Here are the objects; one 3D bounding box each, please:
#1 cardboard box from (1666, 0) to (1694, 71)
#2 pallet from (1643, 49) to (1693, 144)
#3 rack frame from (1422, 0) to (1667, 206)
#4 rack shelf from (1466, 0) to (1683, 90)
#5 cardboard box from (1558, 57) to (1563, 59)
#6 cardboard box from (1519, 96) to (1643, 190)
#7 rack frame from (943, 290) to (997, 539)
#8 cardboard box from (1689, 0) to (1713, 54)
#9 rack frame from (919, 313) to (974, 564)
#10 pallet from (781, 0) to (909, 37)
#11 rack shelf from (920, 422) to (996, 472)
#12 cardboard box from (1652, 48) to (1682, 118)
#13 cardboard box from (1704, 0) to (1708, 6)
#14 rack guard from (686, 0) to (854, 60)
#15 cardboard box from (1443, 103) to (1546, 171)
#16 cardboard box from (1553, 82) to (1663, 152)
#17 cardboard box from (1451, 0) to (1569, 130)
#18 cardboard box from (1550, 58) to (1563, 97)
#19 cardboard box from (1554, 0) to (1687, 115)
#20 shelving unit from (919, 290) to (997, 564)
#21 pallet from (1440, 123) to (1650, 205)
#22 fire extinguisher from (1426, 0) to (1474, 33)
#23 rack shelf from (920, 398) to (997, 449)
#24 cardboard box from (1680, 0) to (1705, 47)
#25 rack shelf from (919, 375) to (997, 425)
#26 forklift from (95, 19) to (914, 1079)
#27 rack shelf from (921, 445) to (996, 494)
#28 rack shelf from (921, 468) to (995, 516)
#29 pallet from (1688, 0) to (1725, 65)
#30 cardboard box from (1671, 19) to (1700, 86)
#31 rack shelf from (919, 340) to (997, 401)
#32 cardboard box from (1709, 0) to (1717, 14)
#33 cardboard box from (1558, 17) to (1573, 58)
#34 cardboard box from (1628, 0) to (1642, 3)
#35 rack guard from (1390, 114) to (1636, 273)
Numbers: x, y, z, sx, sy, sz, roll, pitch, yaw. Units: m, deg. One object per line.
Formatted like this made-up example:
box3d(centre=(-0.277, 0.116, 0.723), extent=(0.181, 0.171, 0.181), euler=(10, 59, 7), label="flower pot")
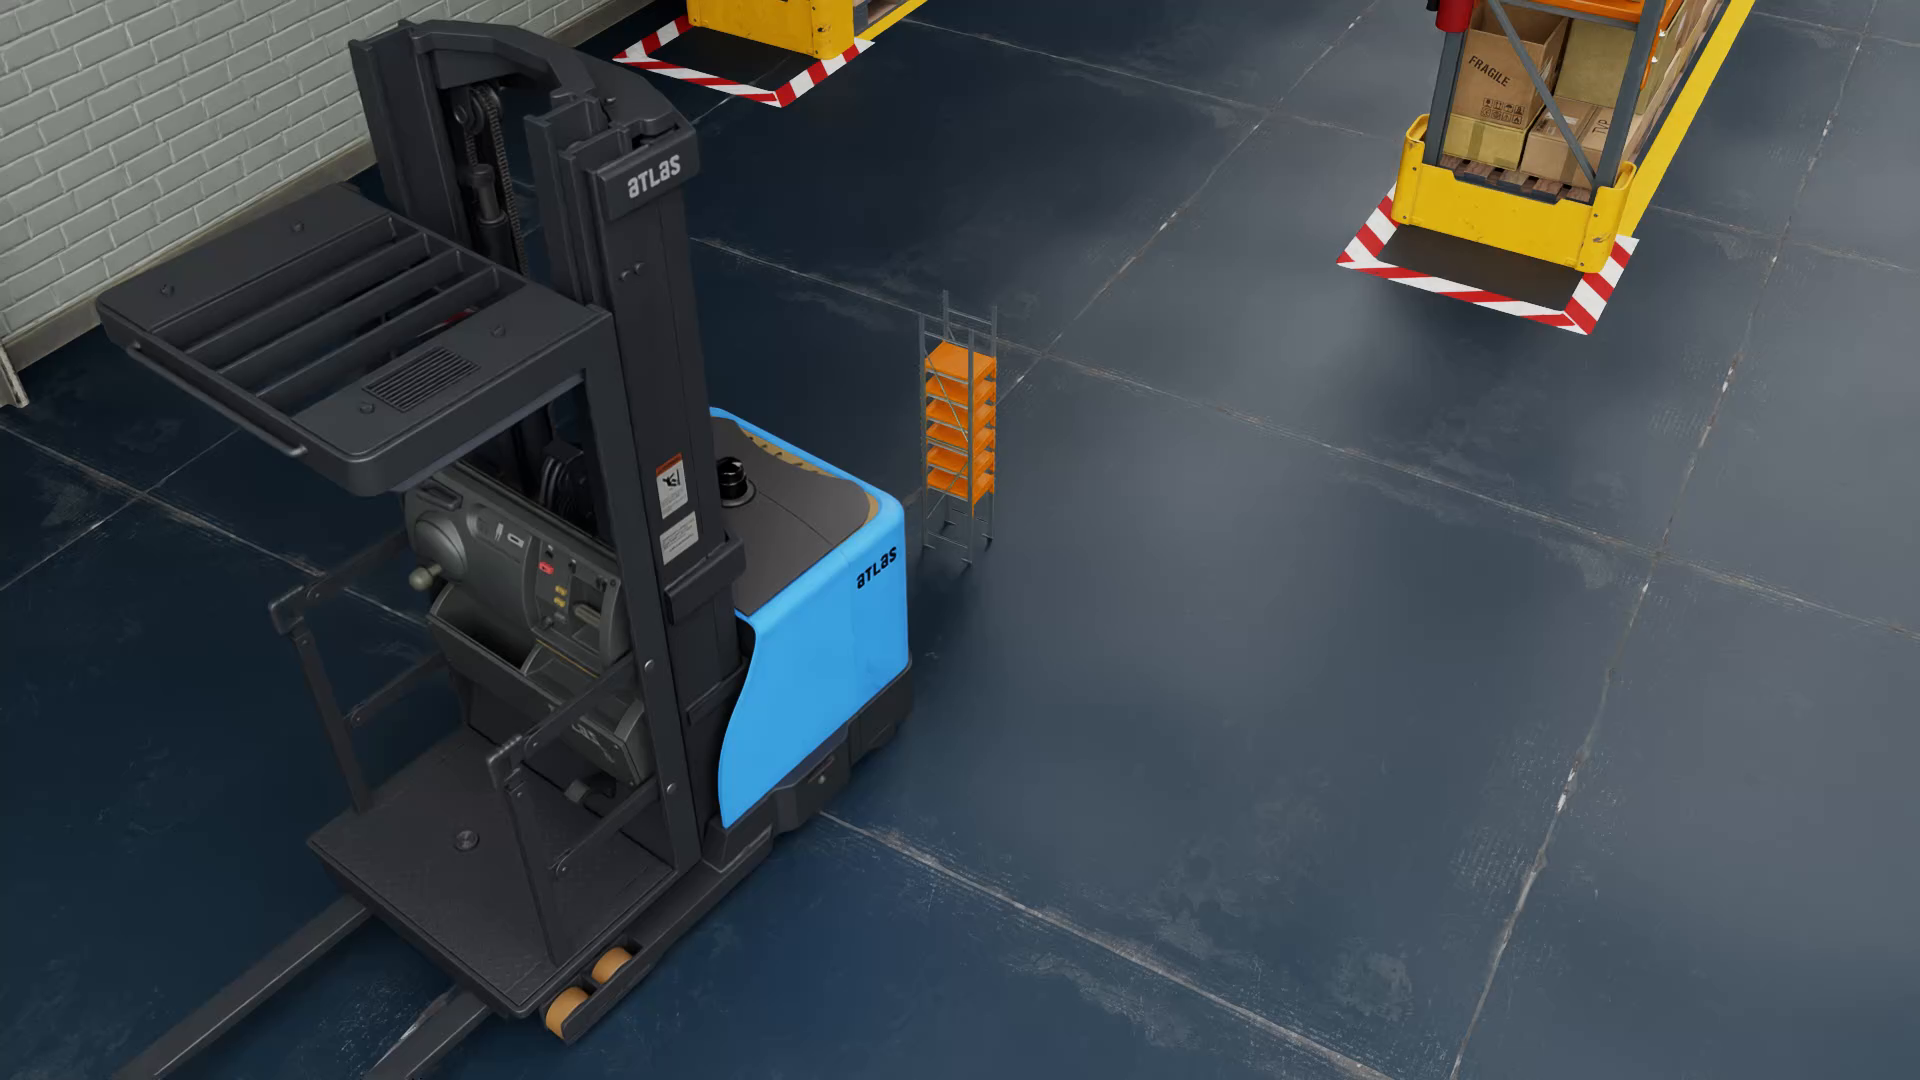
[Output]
box3d(centre=(3.937, -3.054, 9.643), extent=(0.500, 0.500, 0.500), euler=(21, 45, 22), label="cardboard box")
box3d(centre=(3.946, -2.937, 10.425), extent=(1.003, 0.211, 1.213), euler=(21, 45, 22), label="pallet")
box3d(centre=(2.988, -2.836, 8.201), extent=(1.000, 3.000, 0.127), euler=(21, 45, 22), label="rack frame")
box3d(centre=(3.989, -3.711, 9.738), extent=(1.077, 0.370, 4.000), euler=(21, 45, 22), label="rack shelf")
box3d(centre=(3.489, -2.943, 10.085), extent=(0.500, 0.250, 0.500), euler=(21, 45, 22), label="cardboard box")
box3d(centre=(3.449, -2.195, 9.236), extent=(0.500, 0.250, 0.500), euler=(21, 45, 22), label="cardboard box")
box3d(centre=(0.039, -0.494, 6.904), extent=(0.240, 1.200, 0.006), euler=(21, 45, 22), label="rack frame")
box3d(centre=(4.451, -3.339, 10.535), extent=(0.500, 0.250, 0.500), euler=(21, 45, 22), label="cardboard box")
box3d(centre=(-0.053, -0.390, 6.785), extent=(0.240, 1.200, 0.006), euler=(21, 45, 22), label="rack frame")
box3d(centre=(-0.827, -3.923, 11.545), extent=(1.003, 0.211, 1.213), euler=(21, 45, 22), label="pallet")
box3d(centre=(-0.007, -0.409, 6.873), extent=(0.258, 0.103, 0.180), euler=(21, 45, 22), label="rack shelf")
box3d(centre=(3.947, -2.768, 9.887), extent=(0.500, 0.250, 0.500), euler=(21, 45, 22), label="cardboard box")
box3d(centre=(4.440, -3.625, 10.292), extent=(0.500, 0.500, 0.500), euler=(21, 45, 22), label="cardboard box")
box3d(centre=(-1.265, -3.578, 10.934), extent=(1.175, 0.500, 0.348), euler=(21, 45, 22), label="rack guard")
box3d(centre=(3.001, -2.366, 9.430), extent=(0.500, 0.250, 0.500), euler=(21, 45, 22), label="cardboard box")
box3d(centre=(3.696, -2.483, 9.562), extent=(0.500, 0.250, 0.500), euler=(21, 45, 22), label="cardboard box")
box3d(centre=(2.999, -2.649, 9.183), extent=(0.500, 0.500, 0.500), euler=(21, 45, 22), label="cardboard box")
box3d(centre=(3.240, -2.657, 9.760), extent=(0.500, 0.250, 0.500), euler=(21, 45, 22), label="cardboard box")
box3d(centre=(3.698, -2.763, 9.314), extent=(0.500, 0.500, 0.500), euler=(21, 45, 22), label="cardboard box")
box3d(centre=(-0.007, -0.442, 6.844), extent=(0.258, 1.200, 0.189), euler=(21, 45, 22), label="shelving unit")
box3d(centre=(3.335, -2.241, 9.635), extent=(1.003, 0.211, 1.213), euler=(21, 45, 22), label="pallet")
box3d(centre=(2.527, -2.893, 8.324), extent=(0.296, 0.674, 0.183), euler=(21, 45, 22), label="fire extinguisher")
box3d(centre=(-0.007, -0.499, 6.794), extent=(0.258, 0.103, 0.180), euler=(21, 45, 22), label="rack shelf")
box3d(centre=(4.202, -3.334, 9.962), extent=(0.500, 0.500, 0.500), euler=(21, 45, 22), label="cardboard box")
box3d(centre=(-0.007, -0.589, 6.715), extent=(0.258, 0.103, 0.180), euler=(21, 45, 22), label="rack shelf")
box3d(centre=(-1.478, 0.147, 4.865), extent=(1.130, 2.935, 3.031), euler=(27, 48, 27), label="forklift")
box3d(centre=(-0.007, -0.319, 6.953), extent=(0.258, 0.103, 0.180), euler=(21, 45, 22), label="rack shelf")
box3d(centre=(-0.007, -0.229, 7.032), extent=(0.258, 0.103, 0.180), euler=(21, 45, 22), label="rack shelf")
box3d(centre=(4.556, -3.637, 11.221), extent=(1.003, 0.211, 1.213), euler=(21, 45, 22), label="pallet")
box3d(centre=(4.201, -3.053, 10.210), extent=(0.500, 0.250, 0.500), euler=(21, 45, 22), label="cardboard box")
box3d(centre=(-0.007, -0.679, 6.635), extent=(0.258, 0.103, 0.180), euler=(21, 45, 22), label="rack shelf")
box3d(centre=(4.688, -3.630, 10.865), extent=(0.500, 0.250, 0.500), euler=(21, 45, 22), label="cardboard box")
box3d(centre=(3.487, -3.226, 9.839), extent=(0.500, 0.500, 0.500), euler=(21, 45, 22), label="cardboard box")
box3d(centre=(3.233, -3.137, 8.467), extent=(0.700, 0.500, 0.500), euler=(21, 45, 22), label="cardboard box")
box3d(centre=(2.976, -1.884, 9.012), extent=(1.175, 0.500, 0.348), euler=(21, 45, 22), label="rack guard")
